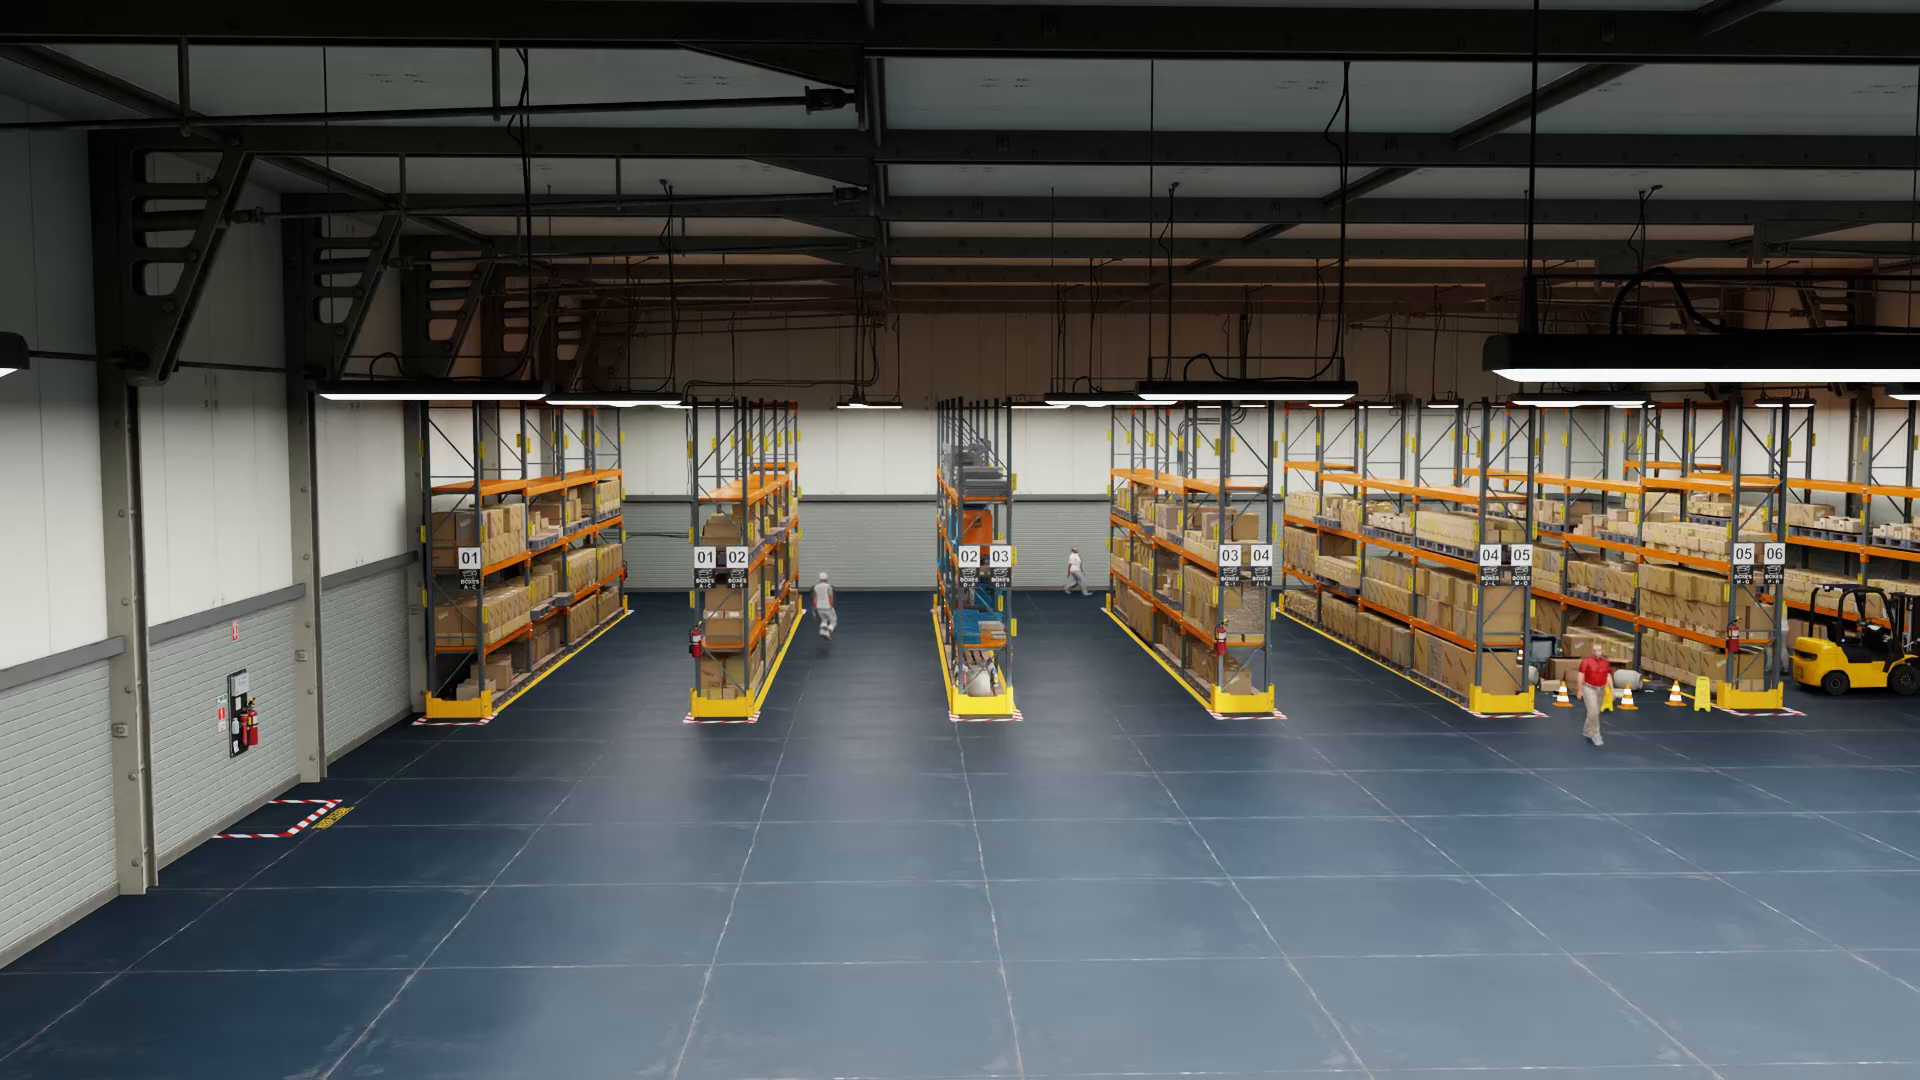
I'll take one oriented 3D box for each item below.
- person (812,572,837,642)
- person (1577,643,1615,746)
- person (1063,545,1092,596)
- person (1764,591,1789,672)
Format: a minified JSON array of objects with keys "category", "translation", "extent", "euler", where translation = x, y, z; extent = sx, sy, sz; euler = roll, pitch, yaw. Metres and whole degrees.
[{"category":"person","translation":[-3.261,1.603,40.021],"extent":[0.598,1.659,0.634],"euler":[2,5,24]},{"category":"person","translation":[11.004,2.670,28.790],"extent":[0.561,1.793,0.702],"euler":[-2,5,-19]},{"category":"person","translation":[3.645,0.937,51.781],"extent":[1.007,1.558,0.440],"euler":[2,5,27]},{"category":"person","translation":[18.024,2.048,36.586],"extent":[0.536,1.817,0.609],"euler":[-1,5,-12]}]
